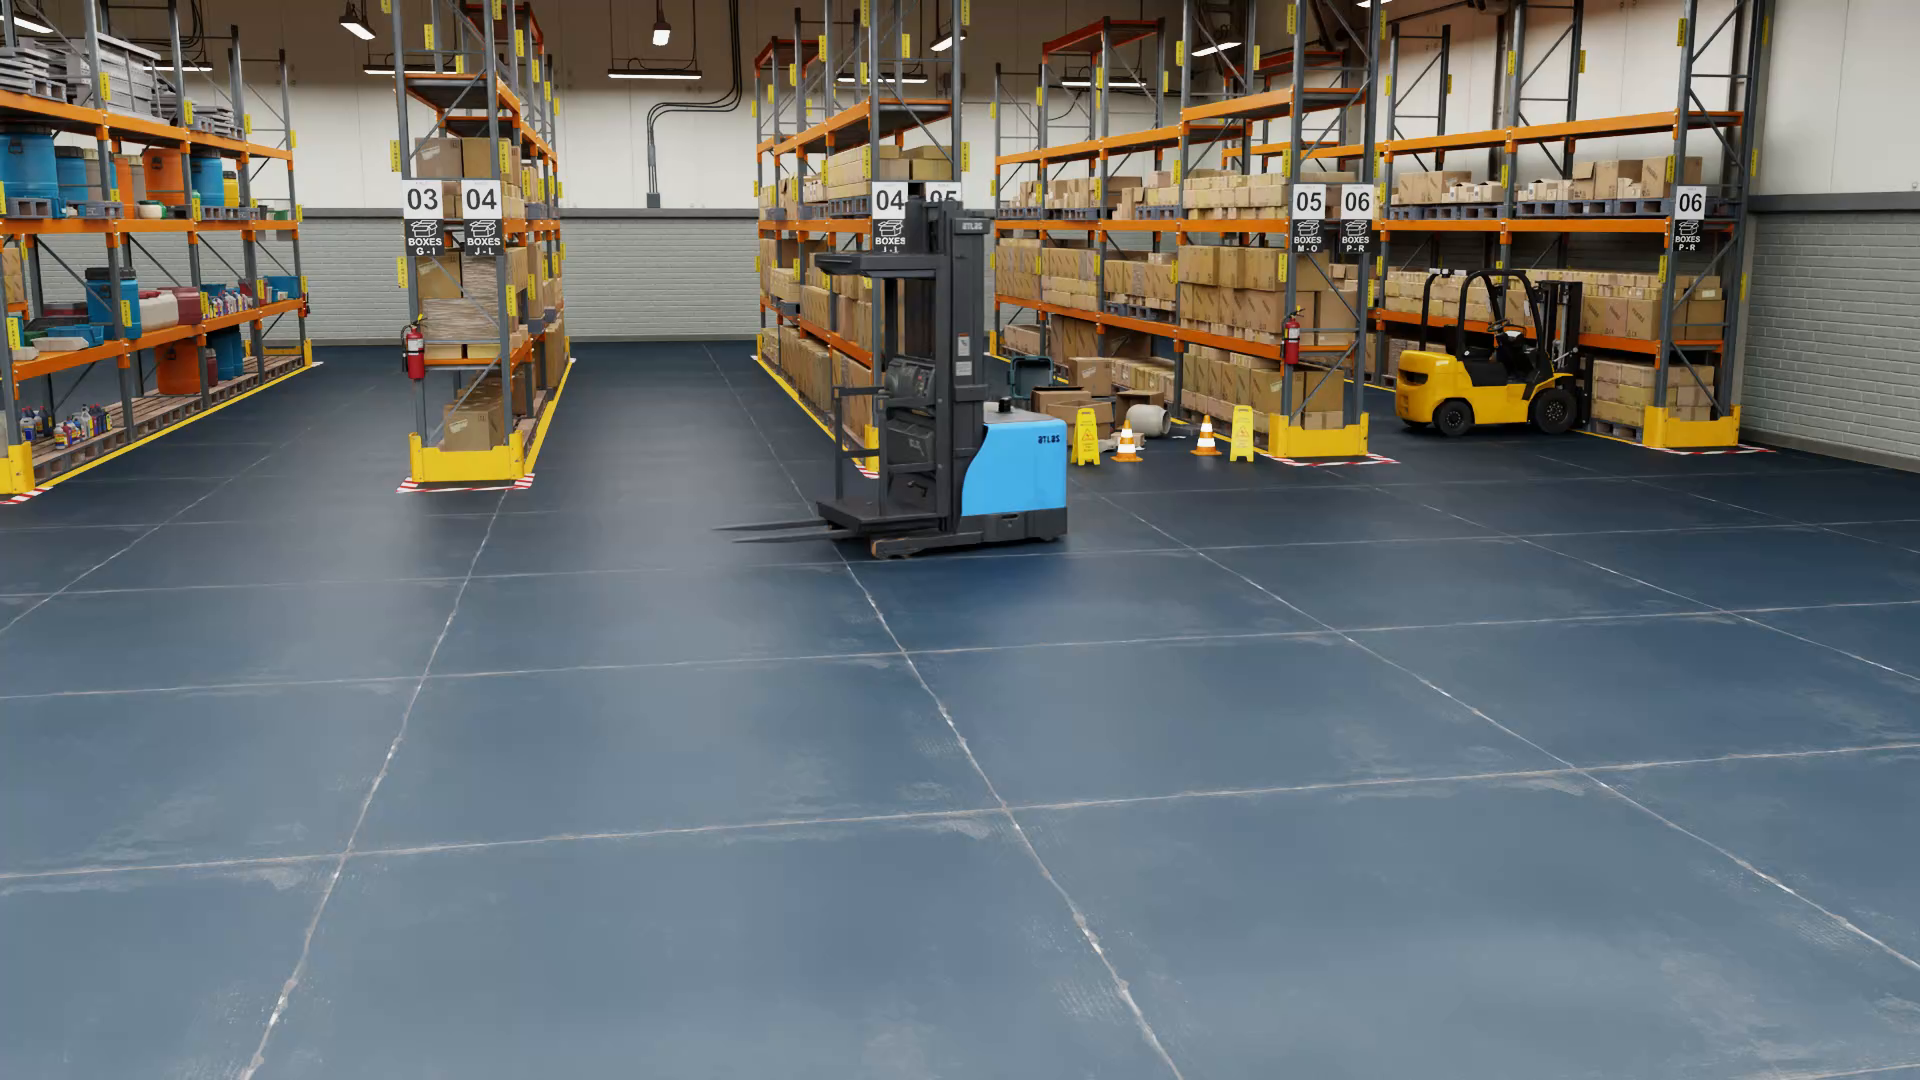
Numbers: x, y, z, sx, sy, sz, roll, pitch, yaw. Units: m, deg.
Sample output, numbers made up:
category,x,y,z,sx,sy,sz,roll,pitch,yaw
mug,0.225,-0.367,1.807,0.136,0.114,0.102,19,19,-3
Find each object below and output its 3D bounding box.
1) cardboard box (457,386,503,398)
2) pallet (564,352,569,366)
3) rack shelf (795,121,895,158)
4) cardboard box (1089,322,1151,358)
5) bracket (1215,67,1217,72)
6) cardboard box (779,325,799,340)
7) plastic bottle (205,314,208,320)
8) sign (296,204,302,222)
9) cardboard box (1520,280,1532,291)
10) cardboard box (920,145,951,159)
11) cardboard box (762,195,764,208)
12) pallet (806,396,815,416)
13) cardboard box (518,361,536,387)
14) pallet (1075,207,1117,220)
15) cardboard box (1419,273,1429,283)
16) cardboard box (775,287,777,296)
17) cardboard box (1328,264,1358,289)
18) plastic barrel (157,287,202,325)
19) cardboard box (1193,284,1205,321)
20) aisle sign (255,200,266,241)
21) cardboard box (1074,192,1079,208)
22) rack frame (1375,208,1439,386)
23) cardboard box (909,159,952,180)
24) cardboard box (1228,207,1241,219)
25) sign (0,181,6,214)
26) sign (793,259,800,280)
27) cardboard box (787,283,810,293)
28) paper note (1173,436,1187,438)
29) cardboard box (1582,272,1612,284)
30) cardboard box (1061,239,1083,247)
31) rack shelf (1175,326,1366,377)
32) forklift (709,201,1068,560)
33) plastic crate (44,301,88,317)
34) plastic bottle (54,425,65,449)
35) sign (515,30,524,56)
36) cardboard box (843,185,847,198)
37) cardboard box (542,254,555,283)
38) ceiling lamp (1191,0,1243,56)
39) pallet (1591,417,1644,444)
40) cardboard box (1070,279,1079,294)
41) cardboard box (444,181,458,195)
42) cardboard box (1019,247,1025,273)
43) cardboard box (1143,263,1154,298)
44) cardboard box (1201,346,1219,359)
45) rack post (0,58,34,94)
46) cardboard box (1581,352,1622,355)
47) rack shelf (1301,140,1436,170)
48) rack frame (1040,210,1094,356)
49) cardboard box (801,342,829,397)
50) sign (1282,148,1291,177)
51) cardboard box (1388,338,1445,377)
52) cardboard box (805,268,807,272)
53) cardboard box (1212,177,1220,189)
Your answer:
category,x,y,z,sx,sy,sz,roll,pitch,yaw
cardboard box,-5.995,-1.669,21.005,0.500,0.500,0.500,1,11,7
pallet,-8.254,-3.557,32.822,1.003,0.211,1.213,-2,11,-11
rack shelf,-1.657,-5.796,24.075,1.077,0.370,4.000,-2,11,-11
cardboard box,2.737,-3.256,28.343,0.875,0.875,0.875,-2,11,-12
bracket,6.033,-10.919,38.368,0.235,0.232,0.430,-2,11,-11
cardboard box,-2.939,-3.701,29.675,0.500,0.250,0.500,-3,11,-14
plastic bottle,-11.575,-3.519,25.477,0.061,0.283,0.133,-2,11,-11
sign,-12.808,-6.336,32.221,0.100,0.325,0.005,-2,11,-11
cardboard box,8.292,-3.664,23.923,0.380,0.149,0.250,-2,11,-10
cardboard box,-0.242,-4.368,18.752,0.380,0.149,0.250,-2,11,-10
cardboard box,-3.582,-6.600,32.390,0.500,0.250,0.500,-2,11,-10
pallet,-1.732,-2.025,24.772,1.003,0.211,1.213,-2,11,-11
cardboard box,-6.660,-2.369,24.627,0.700,0.500,0.500,-3,11,-16
pallet,2.613,-5.461,27.849,1.213,0.211,1.003,-2,11,-8
cardboard box,7.701,-4.256,27.035,0.380,0.149,0.250,-2,11,-10
cardboard box,-2.996,-4.304,28.835,0.380,0.149,0.250,-3,11,-14
cardboard box,7.009,-4.799,30.495,0.700,0.500,0.500,-2,11,-11
plastic barrel,-11.401,-3.416,24.260,0.600,0.536,0.708,-2,11,-11
cardboard box,3.501,-3.244,22.654,0.500,0.500,0.500,-2,11,-11
aisle sign,-13.650,-6.170,32.140,0.394,0.787,0.004,-2,11,-11
cardboard box,2.179,-5.818,28.455,0.396,0.266,0.258,-2,11,-12
rack frame,7.658,-4.145,28.454,1.000,3.000,0.127,-2,11,-11
cardboard box,-0.332,-4.198,18.921,0.500,0.250,0.500,-2,11,-11
cardboard box,3.660,-4.182,21.298,0.380,0.149,0.250,-2,11,-12
sign,-9.692,-3.454,16.773,0.100,0.325,0.005,-2,11,-11
sign,-2.576,-4.274,26.245,0.100,0.325,0.005,-2,11,-11
cardboard box,-2.588,-4.069,26.804,0.380,0.149,0.250,-2,11,-10
paper note,2.862,-1.348,21.695,0.142,0.019,0.148,-6,13,-31
cardboard box,8.634,-3.531,22.429,0.380,0.149,0.250,-2,11,-10
cardboard box,2.140,-5.671,31.790,0.380,0.149,0.250,-2,11,-10
rack shelf,3.957,-2.510,21.787,1.077,0.370,4.000,-2,11,-11
forklift,-0.610,-1.388,14.148,3.031,2.935,1.130,-5,12,-25
plastic crate,-11.405,-2.799,21.210,0.402,0.464,0.583,-2,11,-11
plastic bottle,-10.280,-1.176,18.974,0.097,0.271,0.097,0,11,0
sign,-5.617,-6.331,21.184,0.100,0.325,0.005,-2,11,-11
cardboard box,-1.234,-4.279,20.417,0.380,0.149,0.250,-2,11,-10
cardboard box,-7.551,-4.875,29.889,0.500,0.500,0.500,-2,11,-11
ceiling lamp,4.888,-10.460,29.974,0.800,3.185,2.000,-2,11,-11
pallet,9.025,-1.447,21.735,1.003,0.211,1.213,-2,11,-11
cardboard box,2.224,-4.403,28.870,0.500,0.250,0.500,-2,11,-12
cardboard box,-5.670,-3.824,18.077,0.380,0.149,0.250,-2,11,-13
cardboard box,1.451,-5.501,32.635,0.500,0.500,0.500,-2,11,-10
cardboard box,3.061,-3.894,24.948,0.500,0.500,0.500,-2,11,-9
cardboard box,3.485,-2.536,22.488,0.380,0.149,0.250,-2,11,-9
rack post,-10.255,-4.801,17.192,0.937,0.300,0.954,-1,11,-5
cardboard box,8.920,-2.490,23.311,0.500,0.250,0.500,-2,11,-11
rack shelf,7.269,-6.909,29.925,1.077,0.370,4.000,-2,11,-11
rack frame,2.012,-4.698,31.356,1.000,3.000,0.127,-2,11,-11
cardboard box,-1.842,-2.592,25.184,1.050,0.750,0.750,-2,11,-10
sign,3.798,-4.389,19.343,0.100,0.325,0.005,-2,11,-11
cardboard box,7.766,-3.070,28.033,0.875,0.625,0.625,-2,11,-9
cardboard box,-2.673,-4.795,30.801,0.500,0.500,0.500,-2,11,-12
cardboard box,3.554,-4.715,21.961,0.380,0.149,0.250,-2,11,-13
